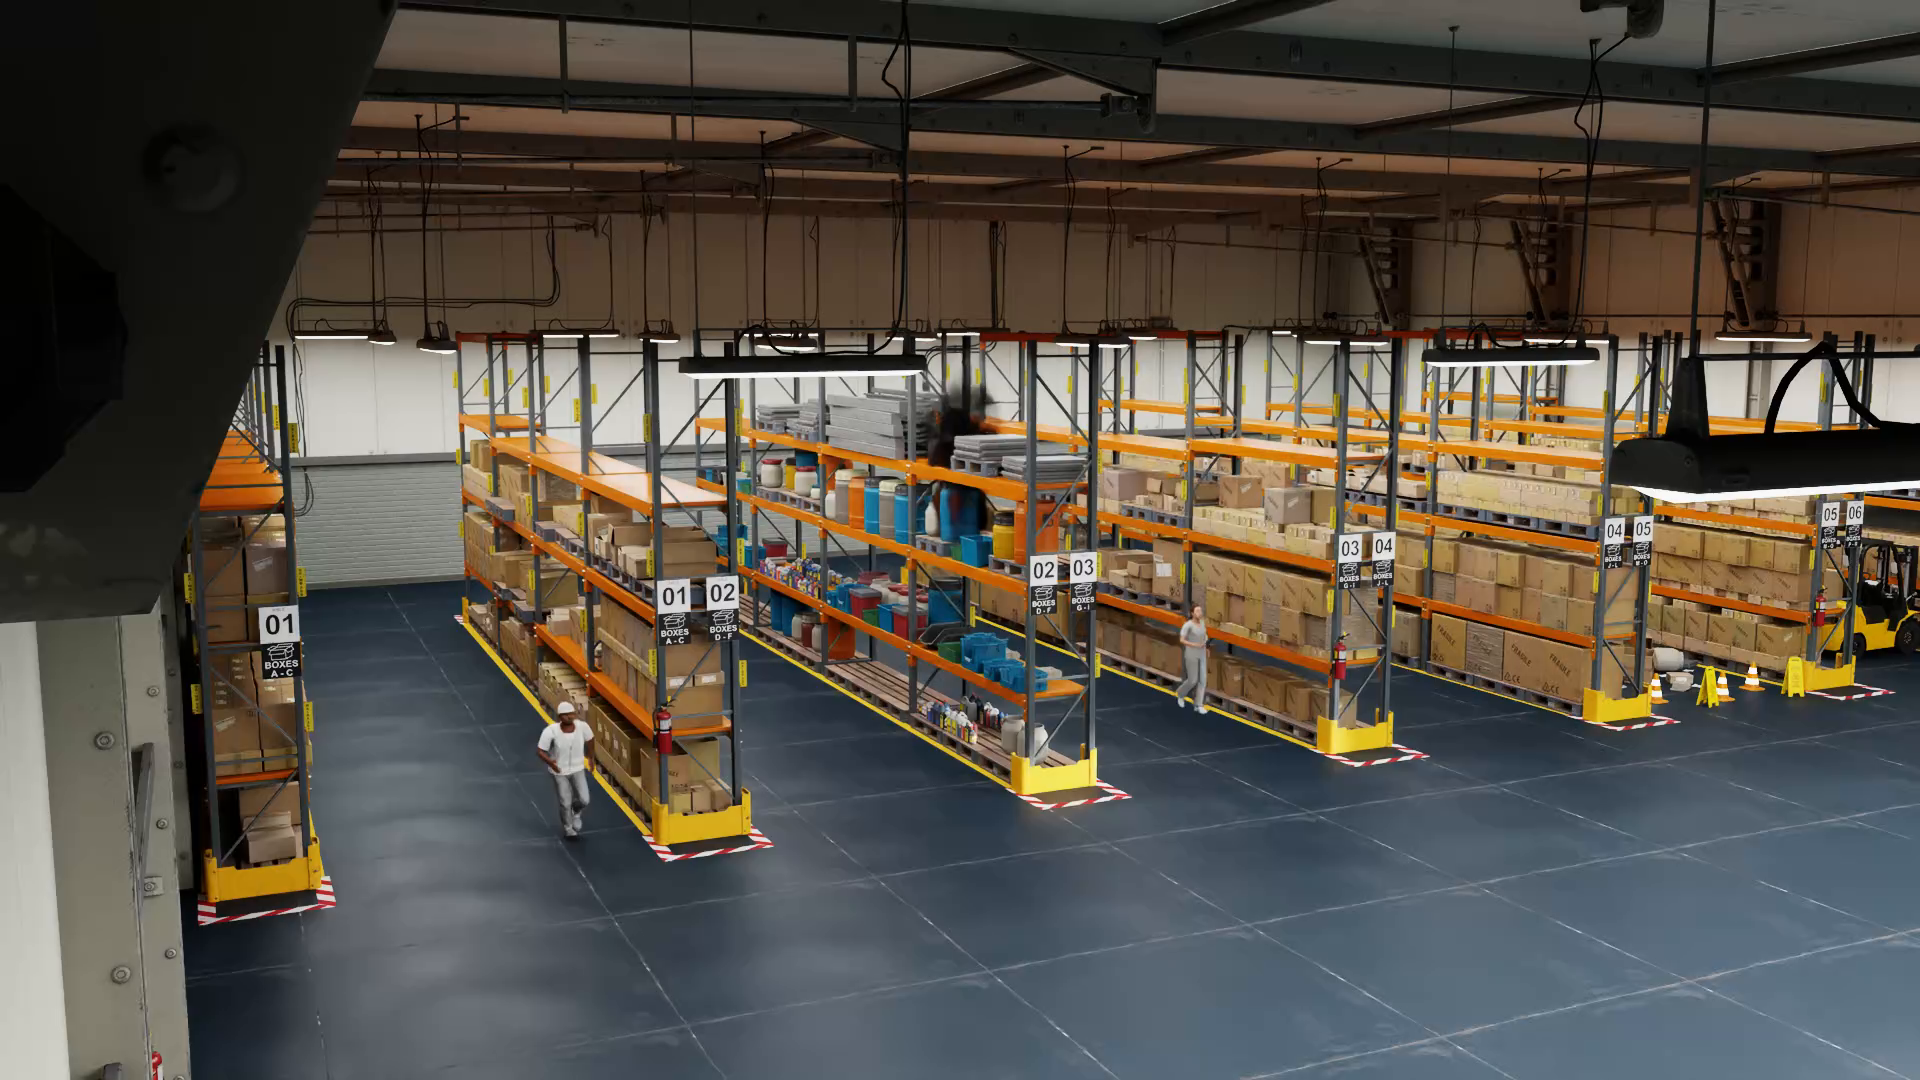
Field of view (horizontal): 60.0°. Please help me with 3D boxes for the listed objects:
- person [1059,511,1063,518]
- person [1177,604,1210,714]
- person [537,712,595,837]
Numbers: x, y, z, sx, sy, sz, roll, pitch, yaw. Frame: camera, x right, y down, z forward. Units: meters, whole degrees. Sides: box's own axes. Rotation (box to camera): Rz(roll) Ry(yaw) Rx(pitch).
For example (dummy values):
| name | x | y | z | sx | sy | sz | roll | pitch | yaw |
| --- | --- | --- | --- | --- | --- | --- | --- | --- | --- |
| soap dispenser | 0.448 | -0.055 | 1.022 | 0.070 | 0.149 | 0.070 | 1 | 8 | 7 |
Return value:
| name | x | y | z | sx | sy | sz | roll | pitch | yaw |
| --- | --- | --- | --- | --- | --- | --- | --- | --- | --- |
| person | 2.288 | 0.127 | 39.819 | 0.702 | 1.724 | 0.648 | 1 | 8 | 6 |
| person | 3.598 | 1.792 | 25.484 | 0.570 | 1.657 | 0.704 | -4 | 9 | -30 |
| person | -4.708 | 2.807 | 20.052 | 0.729 | 1.679 | 0.609 | -4 | 9 | -27 |
